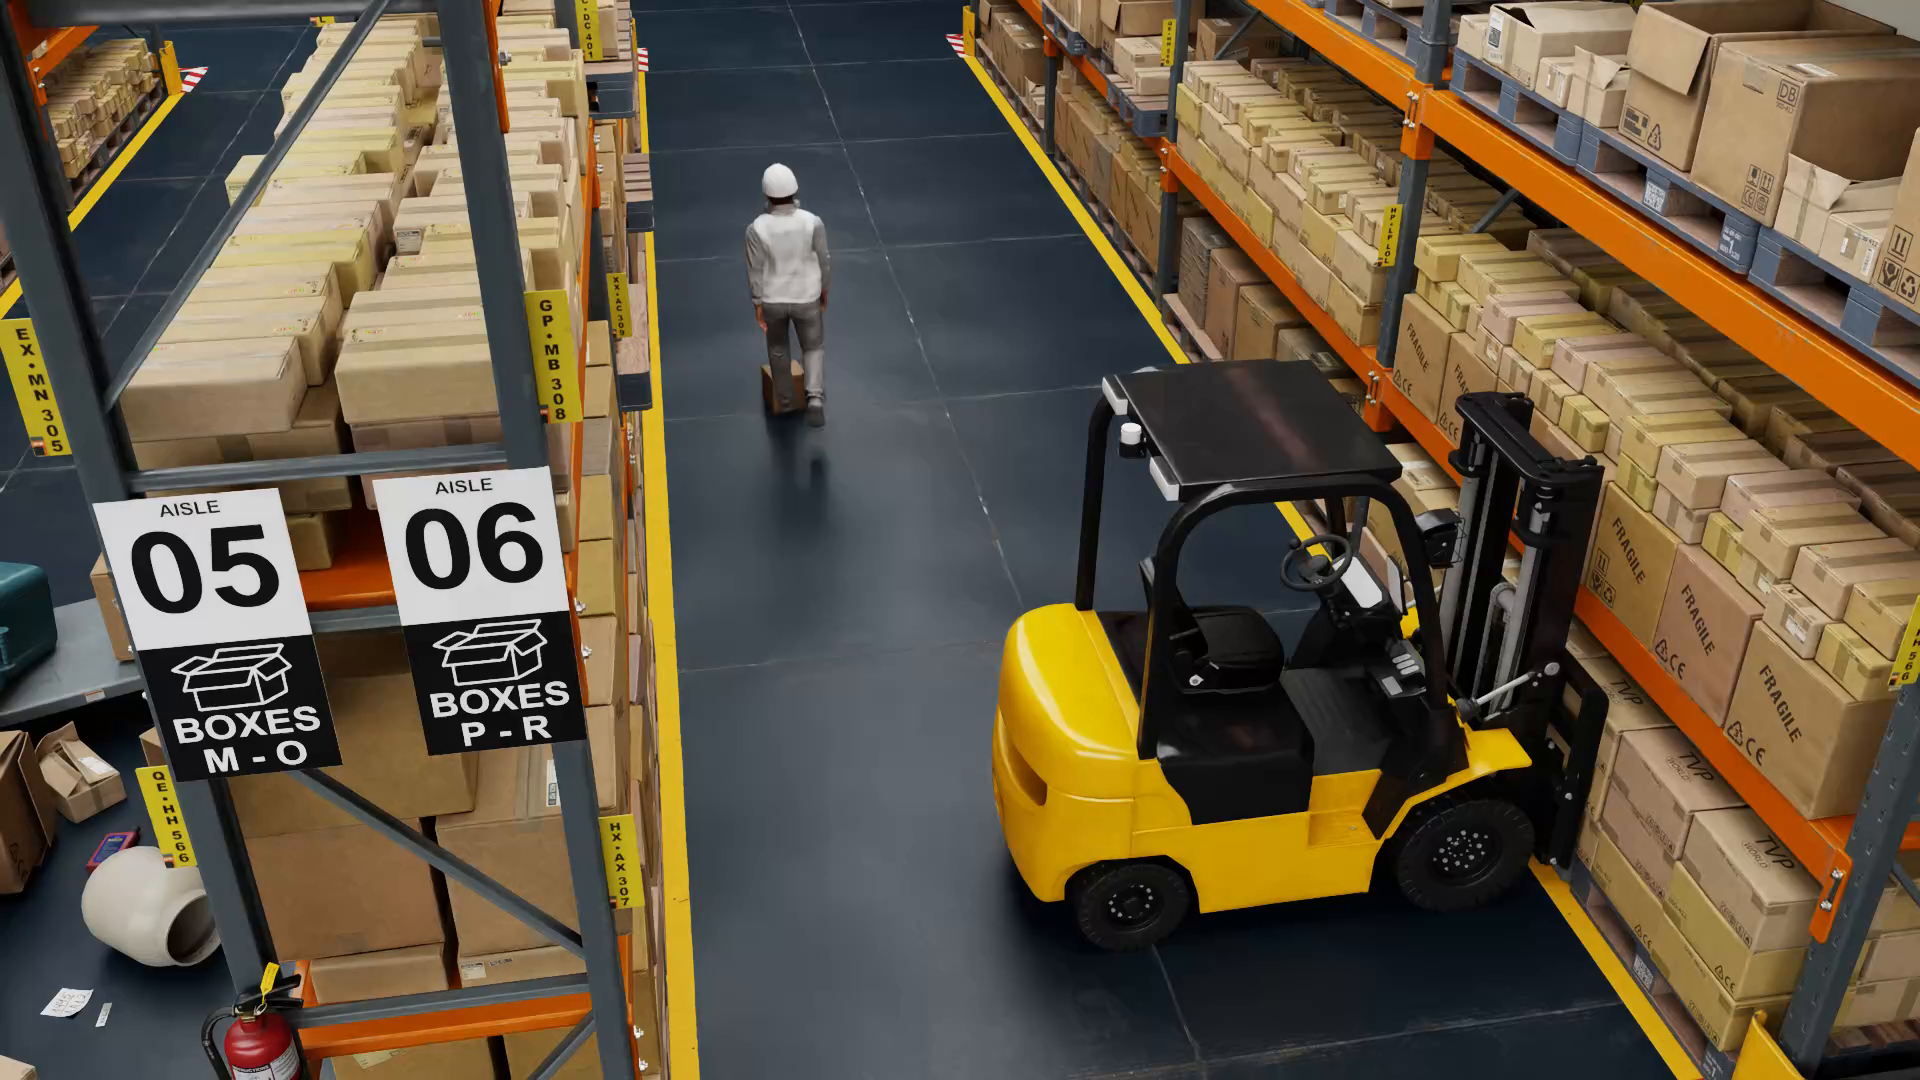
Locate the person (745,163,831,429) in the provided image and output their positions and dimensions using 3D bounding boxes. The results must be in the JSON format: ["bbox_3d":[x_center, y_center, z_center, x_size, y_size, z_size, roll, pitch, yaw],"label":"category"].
[{"bbox_3d":[-1.095,-1.565,10.755,0.540,1.749,0.812,-4,31,-7],"label":"person"}]
